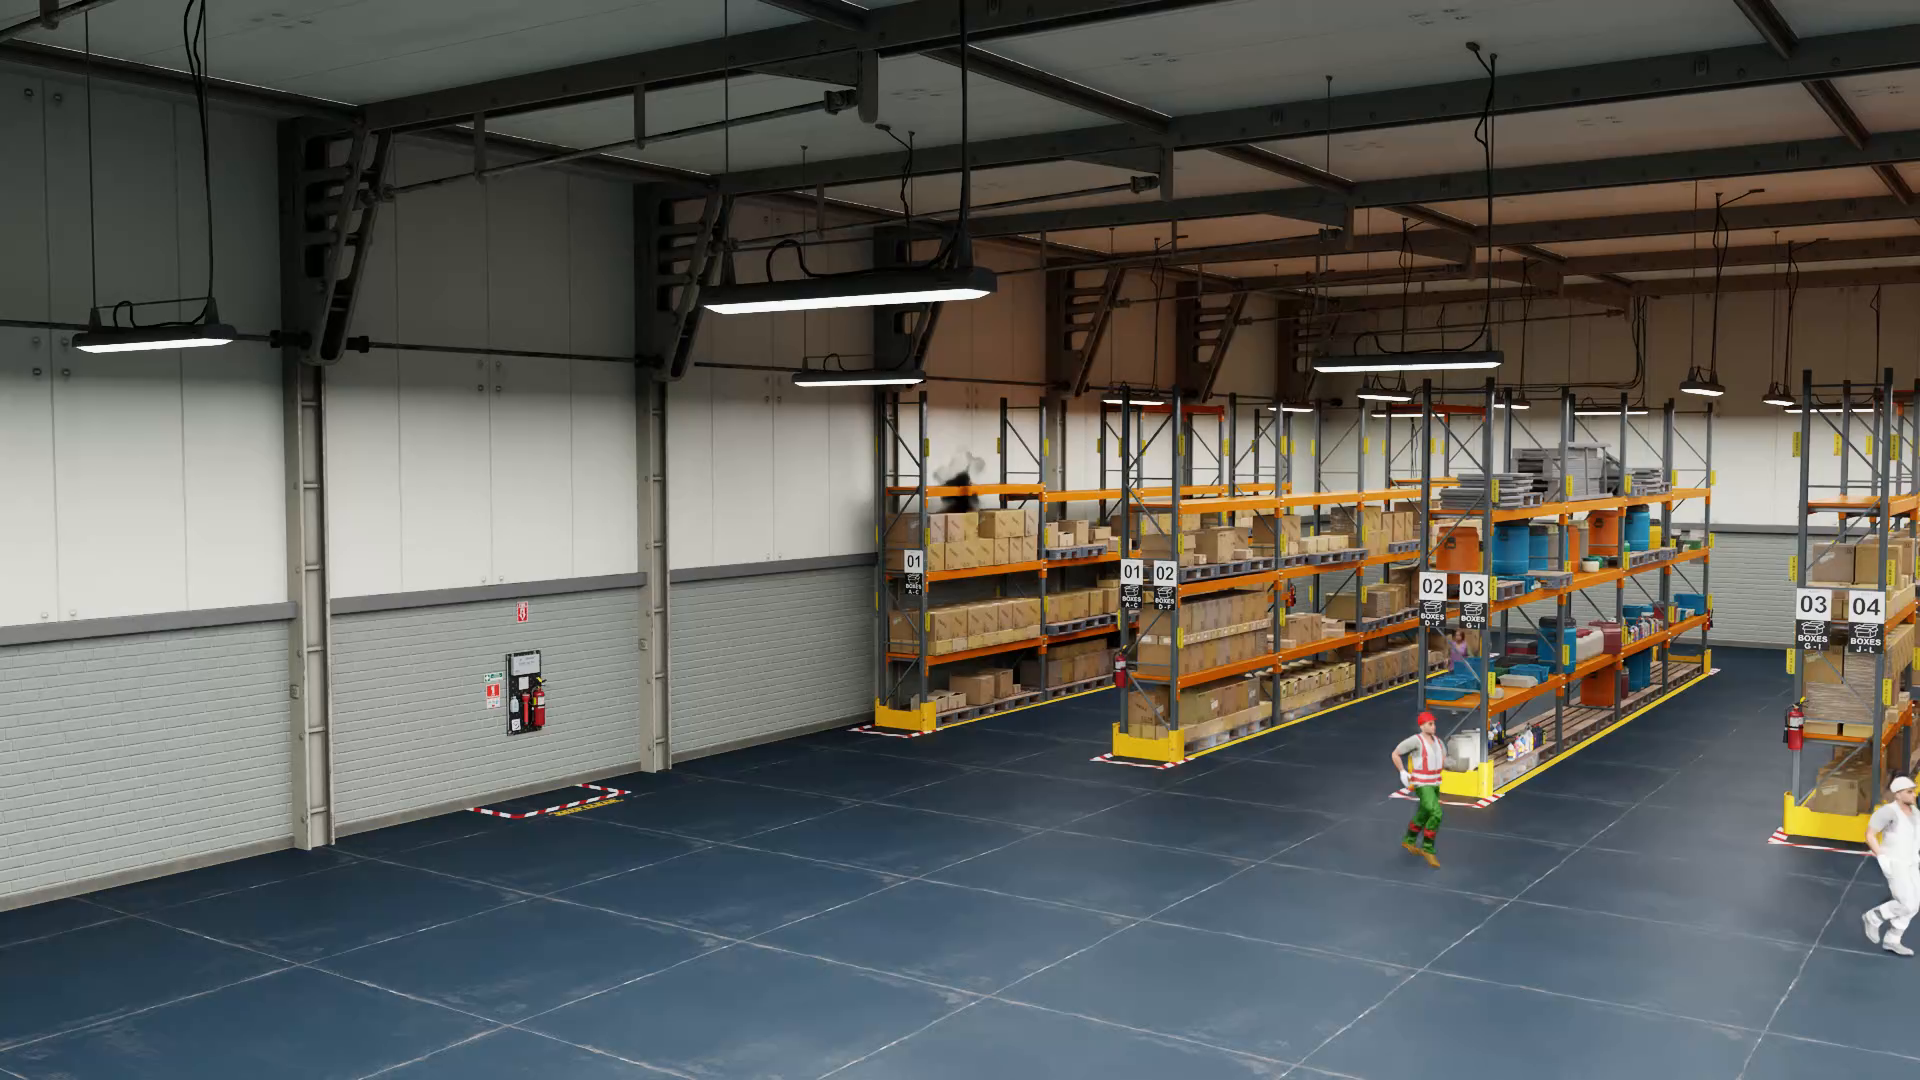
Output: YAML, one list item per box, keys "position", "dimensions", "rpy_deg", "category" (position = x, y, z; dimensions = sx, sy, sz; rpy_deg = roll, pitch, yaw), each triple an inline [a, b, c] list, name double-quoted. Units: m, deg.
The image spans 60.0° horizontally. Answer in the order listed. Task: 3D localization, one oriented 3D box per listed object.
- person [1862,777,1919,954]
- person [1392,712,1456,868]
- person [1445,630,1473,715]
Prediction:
- position: [9.318, 3.213, 16.479]
  dimensions: [0.673, 1.752, 0.590]
  rpy_deg: [-2, 4, -27]
  category: "person"
- position: [5.622, 2.993, 20.054]
  dimensions: [0.643, 1.846, 0.774]
  rpy_deg: [-2, 4, -38]
  category: "person"
- position: [9.388, 2.476, 31.318]
  dimensions: [0.548, 1.567, 0.805]
  rpy_deg: [2, 4, 27]
  category: "person"
